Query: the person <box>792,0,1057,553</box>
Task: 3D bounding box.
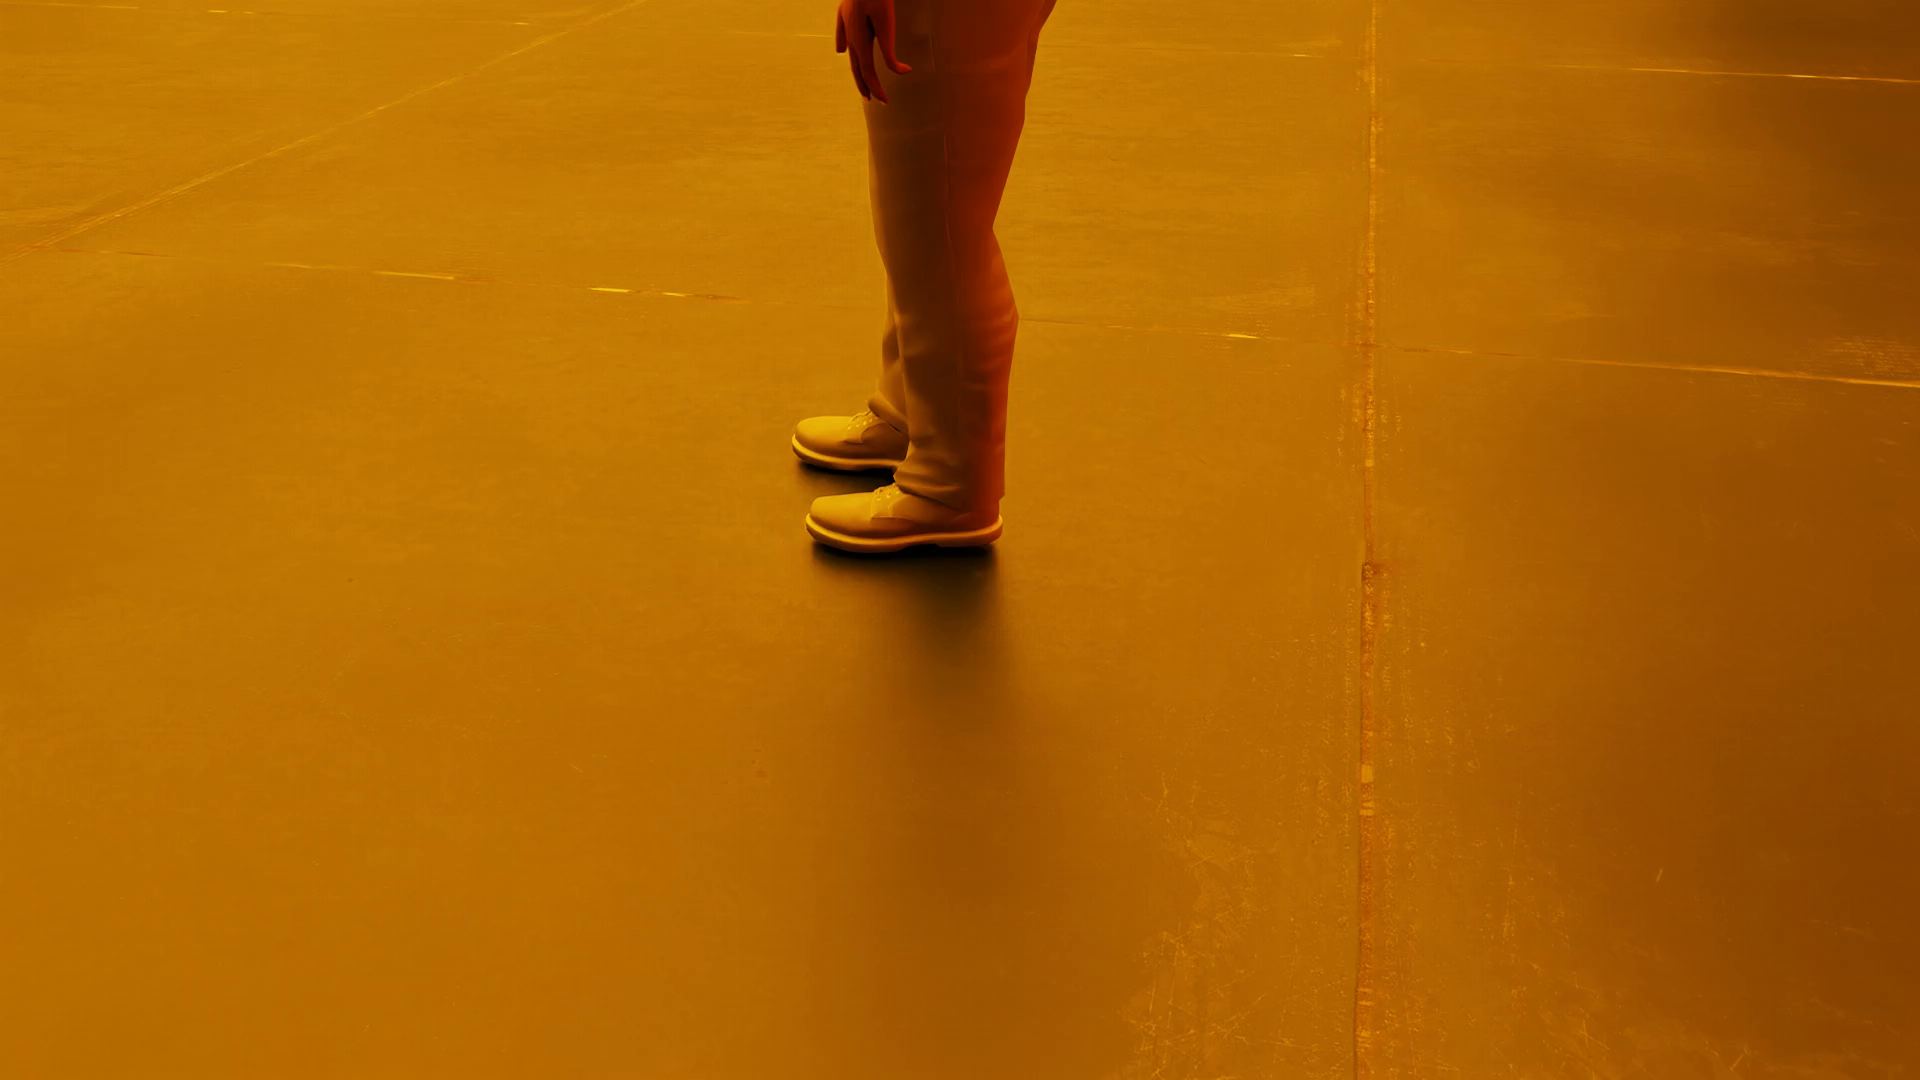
[{"bbox_3d":[-0.069,-0.779,2.147,0.528,1.695,0.569,6,27,11],"label":"person"}]
